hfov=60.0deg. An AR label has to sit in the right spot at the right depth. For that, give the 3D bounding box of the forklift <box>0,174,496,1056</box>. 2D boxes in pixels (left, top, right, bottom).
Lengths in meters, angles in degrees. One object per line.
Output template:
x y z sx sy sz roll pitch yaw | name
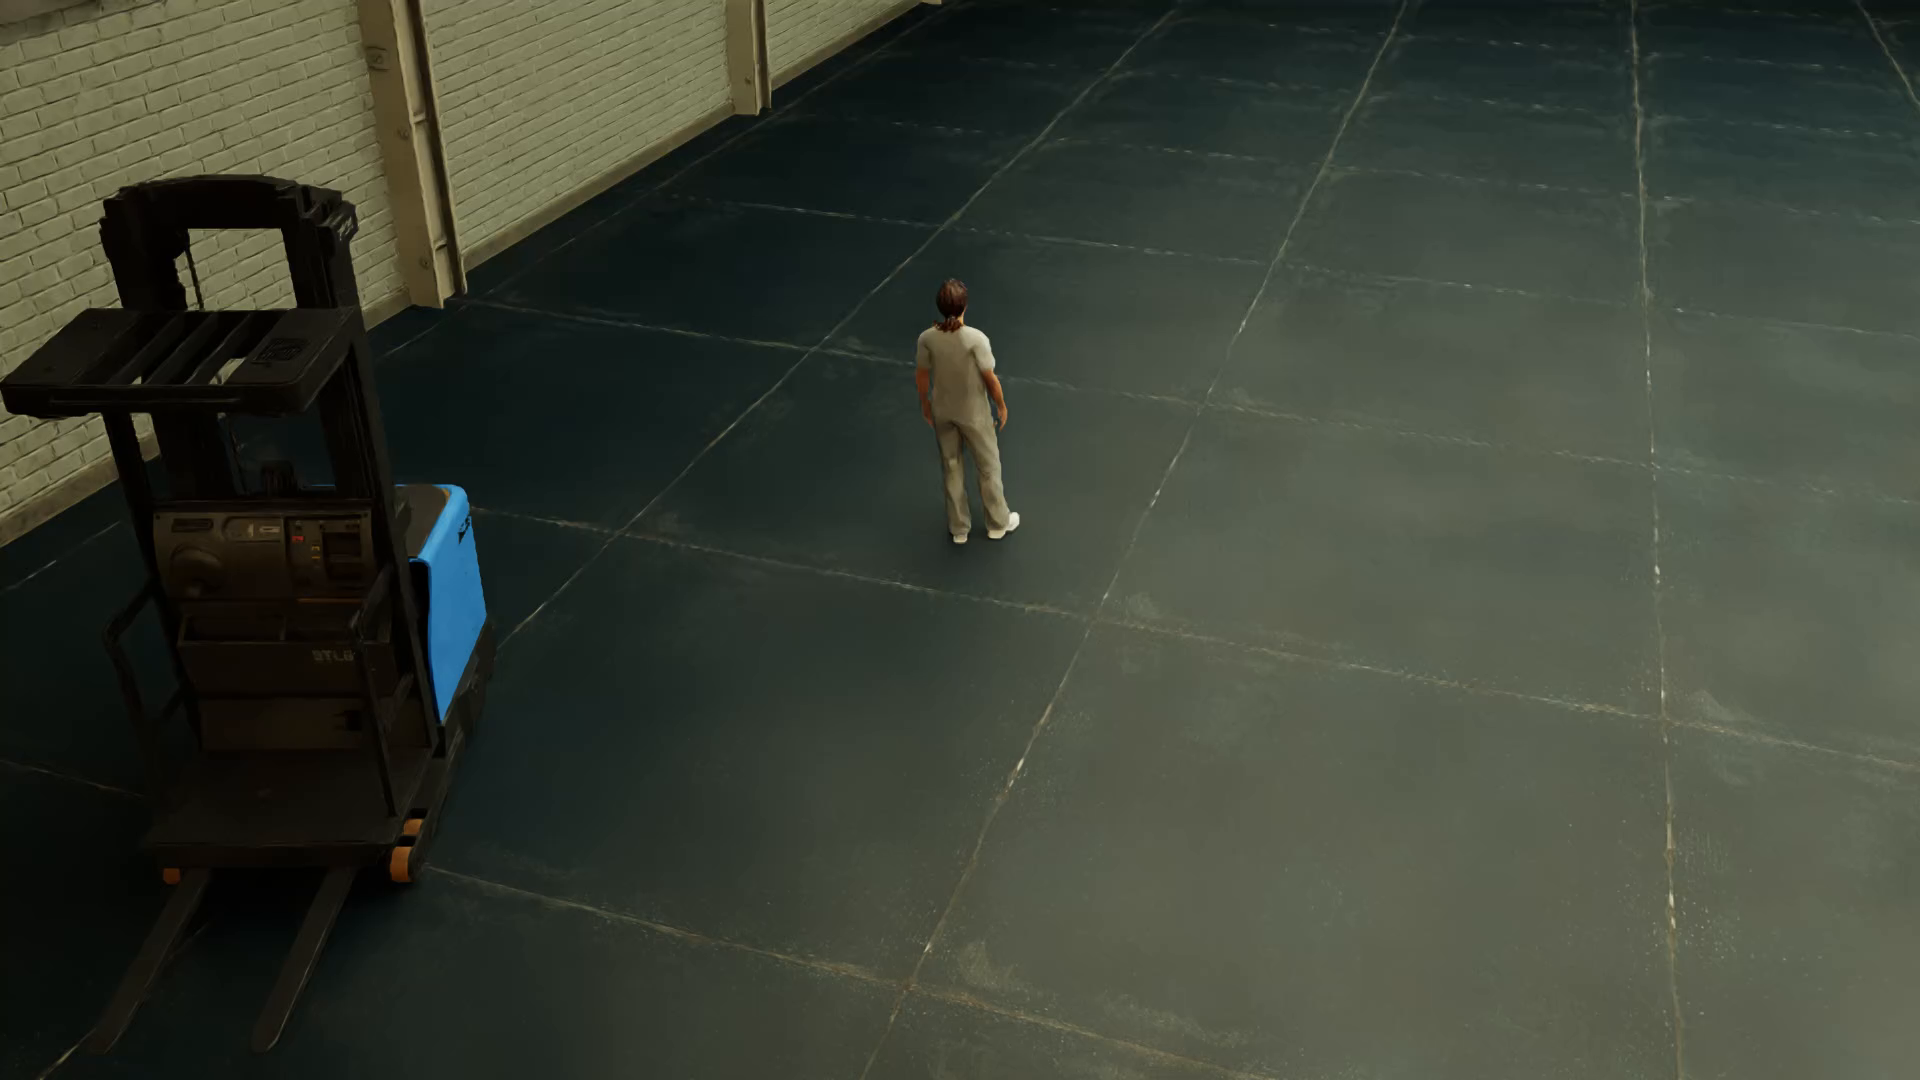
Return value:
-2.977 0.103 6.955 1.130 2.935 3.031 -1 30 -1 | forklift

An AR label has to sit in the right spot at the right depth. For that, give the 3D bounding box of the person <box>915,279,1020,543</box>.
0.039 -0.765 9.744 0.550 1.660 0.532 10 31 16 | person
